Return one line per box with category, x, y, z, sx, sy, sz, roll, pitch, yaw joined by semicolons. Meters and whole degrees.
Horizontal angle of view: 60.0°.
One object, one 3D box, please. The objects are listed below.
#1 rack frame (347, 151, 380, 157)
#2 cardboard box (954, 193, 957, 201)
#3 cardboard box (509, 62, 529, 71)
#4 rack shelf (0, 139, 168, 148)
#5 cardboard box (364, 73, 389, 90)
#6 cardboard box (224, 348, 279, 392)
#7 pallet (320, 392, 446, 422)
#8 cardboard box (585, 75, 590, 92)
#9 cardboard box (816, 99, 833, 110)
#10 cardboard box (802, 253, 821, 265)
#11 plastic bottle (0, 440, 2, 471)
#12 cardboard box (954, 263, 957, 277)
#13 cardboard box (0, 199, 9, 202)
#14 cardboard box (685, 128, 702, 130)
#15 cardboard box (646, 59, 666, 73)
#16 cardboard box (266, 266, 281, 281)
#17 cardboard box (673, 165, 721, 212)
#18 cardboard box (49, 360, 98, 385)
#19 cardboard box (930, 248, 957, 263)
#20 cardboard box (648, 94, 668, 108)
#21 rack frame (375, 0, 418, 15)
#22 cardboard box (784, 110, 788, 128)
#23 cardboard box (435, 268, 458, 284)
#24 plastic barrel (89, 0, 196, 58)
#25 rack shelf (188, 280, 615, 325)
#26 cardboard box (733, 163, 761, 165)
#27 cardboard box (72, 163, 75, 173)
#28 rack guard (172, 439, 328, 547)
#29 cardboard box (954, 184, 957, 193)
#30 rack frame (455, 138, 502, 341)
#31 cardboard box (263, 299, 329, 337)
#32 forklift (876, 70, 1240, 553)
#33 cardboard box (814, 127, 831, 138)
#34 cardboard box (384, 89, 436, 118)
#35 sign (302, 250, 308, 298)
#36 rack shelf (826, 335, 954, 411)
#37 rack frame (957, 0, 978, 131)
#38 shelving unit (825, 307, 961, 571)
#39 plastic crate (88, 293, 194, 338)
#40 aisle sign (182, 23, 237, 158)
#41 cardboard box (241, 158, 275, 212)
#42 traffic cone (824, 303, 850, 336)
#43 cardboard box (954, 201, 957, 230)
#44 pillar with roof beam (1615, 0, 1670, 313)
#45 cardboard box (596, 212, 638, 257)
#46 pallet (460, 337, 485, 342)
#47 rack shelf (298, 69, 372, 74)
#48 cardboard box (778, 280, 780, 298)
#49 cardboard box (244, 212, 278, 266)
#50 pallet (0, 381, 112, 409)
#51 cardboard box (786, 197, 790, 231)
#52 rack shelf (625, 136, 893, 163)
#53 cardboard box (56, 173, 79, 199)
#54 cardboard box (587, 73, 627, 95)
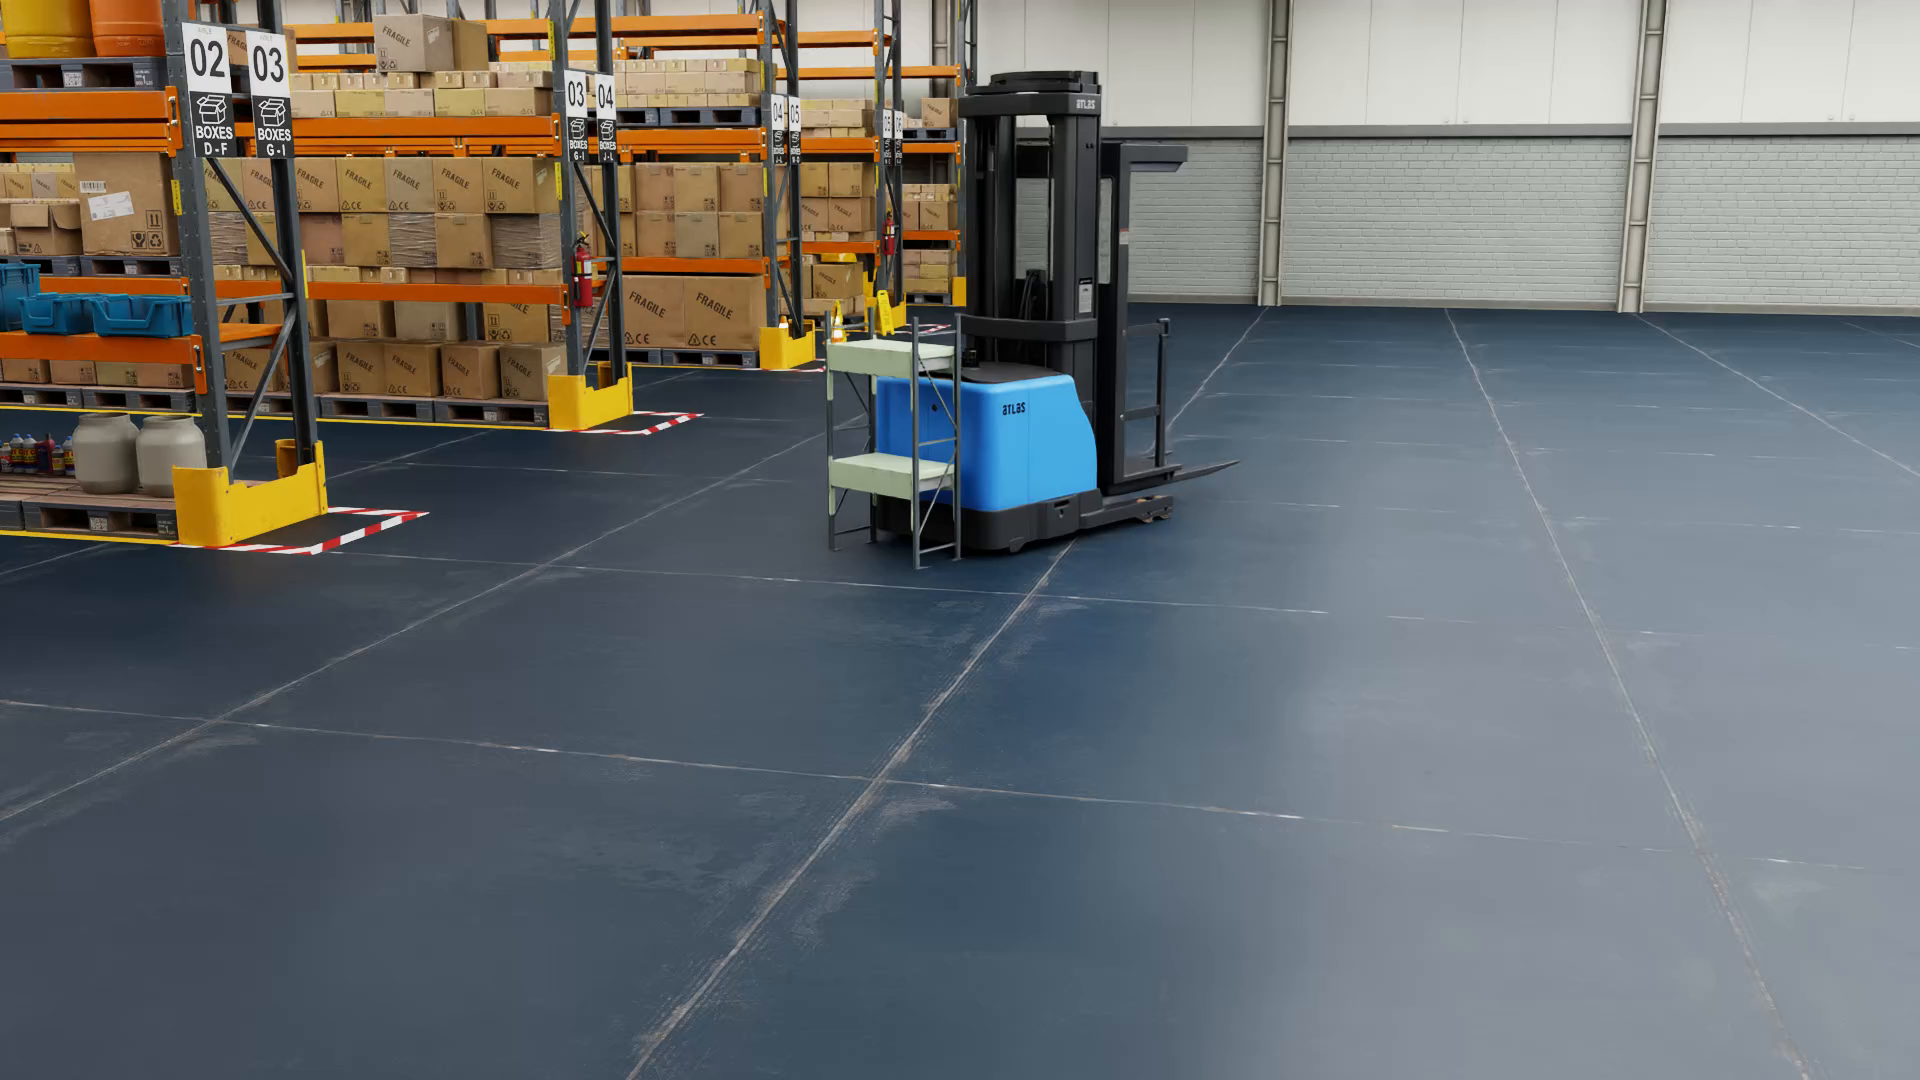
rack frame;-11.518;-6.347;32.418;0.127;3.000;1.000;3;13;14
cardboard box;-0.135;-6.162;29.856;0.250;0.149;0.380;3;13;12
cardboard box;-5.259;-5.710;20.160;0.250;0.149;0.380;3;13;13
rack shelf;-11.850;-5.267;22.282;4.000;0.370;1.077;3;13;14
cardboard box;-5.288;-4.224;15.350;0.250;0.149;0.380;2;13;11
cardboard box;-6.932;-1.760;16.542;0.500;0.500;0.500;3;13;12
pallet;-5.462;-1.353;16.344;1.213;0.211;1.003;3;13;14
cardboard box;-3.640;-4.246;15.445;0.250;0.149;0.380;3;13;13
cardboard box;-1.946;-6.398;24.460;0.250;0.149;0.380;3;13;13
cardboard box;-2.266;-4.218;24.969;0.250;0.149;0.380;3;13;15
plastic bottle;-6.926;-0.631;11.937;0.097;0.271;0.097;0;13;0
cardboard box;-0.274;-4.900;30.116;0.500;0.250;0.500;3;13;15
cardboard box;-12.757;-4.472;22.204;0.250;0.149;0.380;3;13;13
cardboard box;-3.951;-6.126;25.075;0.250;0.149;0.380;3;13;15
cardboard box;-3.534;-5.618;19.746;0.250;0.149;0.380;3;13;14
cardboard box;-6.440;-2.573;15.988;0.250;0.149;0.380;3;13;14
cardboard box;-3.048;-4.272;20.222;0.550;0.550;0.875;3;13;14
cardboard box;-8.904;-1.893;17.095;0.500;0.500;0.700;2;13;9
cardboard box;-0.289;-5.140;30.047;0.500;0.250;0.500;3;13;13
cardboard box;-3.534;-5.229;19.831;0.250;0.149;0.380;3;13;13
rack frame;-8.820;-8.025;26.127;0.127;3.000;1.000;3;13;14
cardboard box;-2.607;-6.239;24.665;0.500;0.250;0.500;3;13;15
cardboard box;-4.723;-2.499;15.651;0.250;0.149;0.380;3;13;14
plastic barrel;-5.117;-3.433;10.395;0.708;0.830;0.600;3;13;14
rack shelf;-5.369;-2.349;16.059;4.000;0.370;1.077;3;13;14
cardboard box;-3.062;-5.431;25.063;0.500;0.500;0.700;3;13;13
cardboard box;-14.547;-6.195;27.696;0.250;0.149;0.380;3;13;14
rack guard;-4.699;-0.329;11.062;0.348;0.500;1.175;3;13;14
cardboard box;-0.142;-6.298;29.779;0.250;0.149;0.380;3;13;12
rack frame;-6.025;-3.842;21.126;0.127;3.000;1.000;3;13;14
cardboard box;-8.489;-3.061;21.831;0.750;0.750;1.050;3;13;14
forklift;0.816;-1.608;11.216;1.130;2.935;3.031;11;17;41
cardboard box;-1.966;-6.009;24.548;0.250;0.149;0.380;3;13;15
cardboard box;-4.937;-4.013;15.318;0.500;0.250;0.500;3;13;15
sign;-4.478;-1.806;11.309;0.005;0.325;0.100;3;13;14
rack shelf;-0.408;-1.016;10.050;0.720;0.370;0.431;11;17;41
rack frame;0.132;-8.654;28.962;0.127;3.000;1.000;3;13;14
shelving unit;-0.408;-0.635;10.134;0.755;1.500;0.431;11;17;41
plastic crate;-5.172;-1.446;10.668;0.616;0.251;0.499;3;13;14
aisle sign;-4.616;-2.758;10.238;0.004;0.787;0.394;3;13;14
cardboard box;-6.449;-3.384;15.835;0.500;0.500;0.500;3;13;14
traffic cone;-1.780;-3.193;24.058;0.334;0.463;0.336;3;13;14
cardboard box;-0.282;-5.858;29.980;0.500;0.500;0.500;3;13;15
pillar with roof beam;10.291;-7.351;23.091;0.400;9.000;9.100;3;13;14
cardboard box;-4.089;-3.816;20.661;0.500;0.550;0.875;3;13;14
pallet;-6.792;-2.505;21.537;1.213;0.211;1.003;3;13;14
rack shelf;-13.460;-9.027;32.315;4.000;0.370;1.077;3;13;14
cardboard box;-2.889;-3.950;25.261;0.500;0.500;0.500;3;13;12
cardboard box;-6.412;-2.929;16.091;0.500;0.500;0.875;3;13;14
pallet;-9.255;-1.546;17.215;1.213;0.211;1.003;3;13;14
cardboard box;-2.616;-4.899;24.970;0.500;0.500;0.500;3;13;13
rack shelf;-2.995;-5.898;25.127;4.000;0.370;1.077;3;13;14
cardboard box;-14.700;-5.887;27.804;0.500;0.500;0.500;3;13;14
cardboard box;-4.145;-5.470;19.997;0.500;0.250;0.500;3;13;14
